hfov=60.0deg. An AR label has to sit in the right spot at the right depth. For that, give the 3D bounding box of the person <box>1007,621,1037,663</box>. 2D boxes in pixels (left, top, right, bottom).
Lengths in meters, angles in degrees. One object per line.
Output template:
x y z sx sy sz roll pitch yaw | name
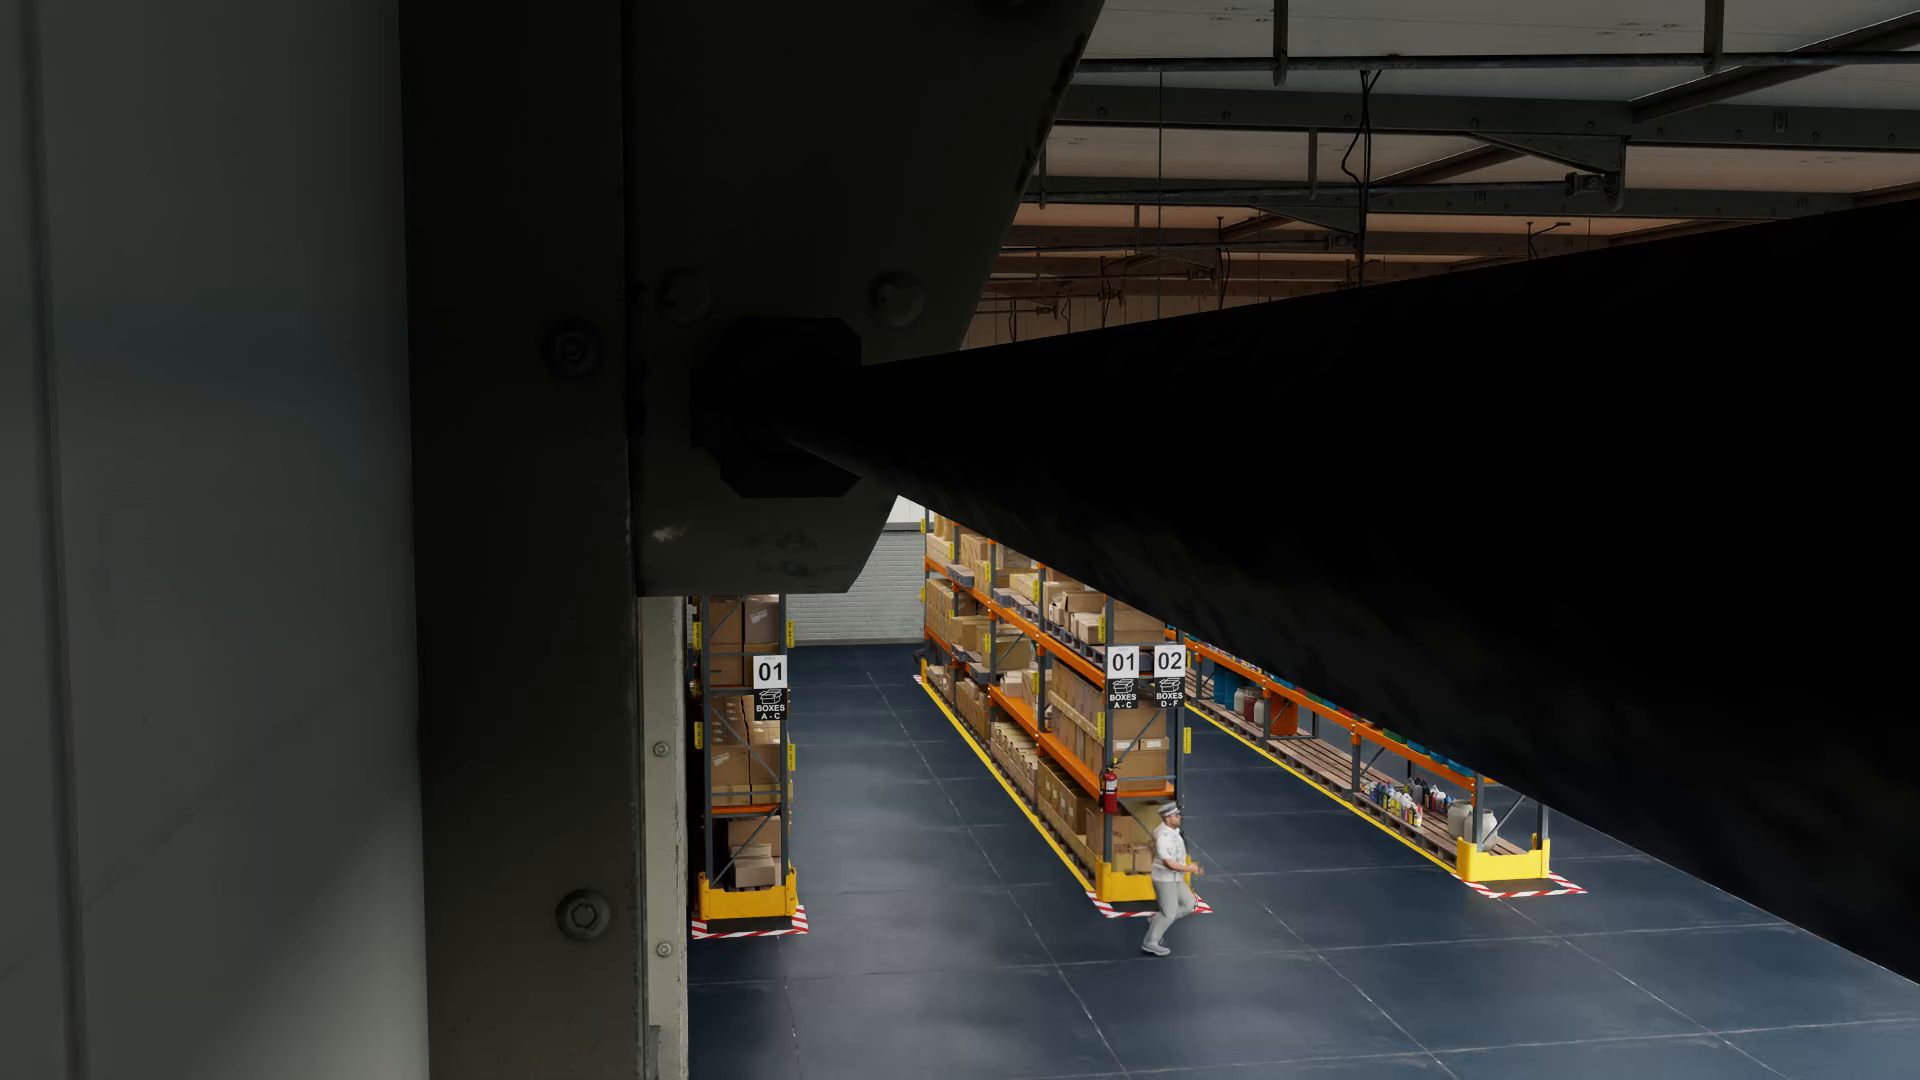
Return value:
1.327 2.213 37.142 0.938 1.753 0.667 5 7 43 | person

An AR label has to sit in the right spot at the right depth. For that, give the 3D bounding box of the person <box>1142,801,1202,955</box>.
2.410 3.805 18.796 0.673 1.749 0.655 1 5 16 | person

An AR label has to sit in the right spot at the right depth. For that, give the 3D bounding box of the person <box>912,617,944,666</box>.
-0.685 2.136 38.162 0.893 1.689 0.657 1 5 11 | person
